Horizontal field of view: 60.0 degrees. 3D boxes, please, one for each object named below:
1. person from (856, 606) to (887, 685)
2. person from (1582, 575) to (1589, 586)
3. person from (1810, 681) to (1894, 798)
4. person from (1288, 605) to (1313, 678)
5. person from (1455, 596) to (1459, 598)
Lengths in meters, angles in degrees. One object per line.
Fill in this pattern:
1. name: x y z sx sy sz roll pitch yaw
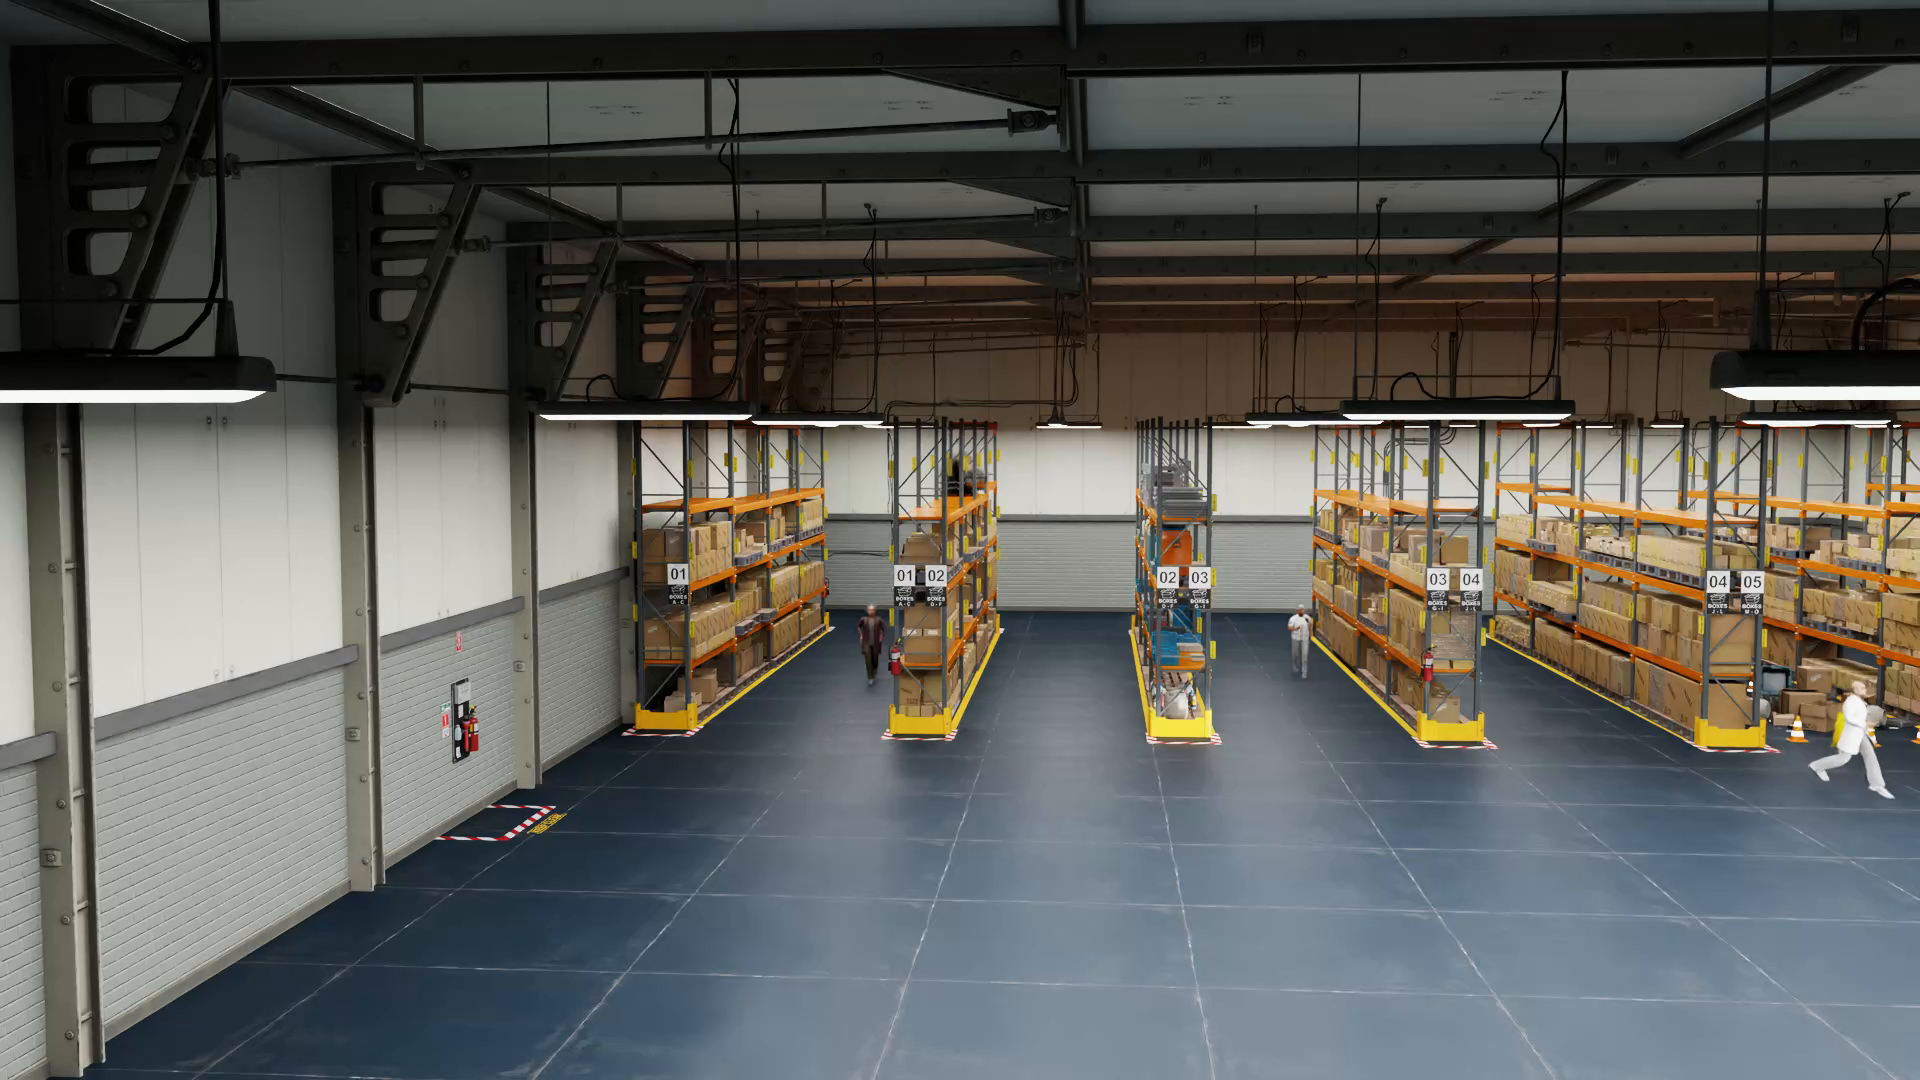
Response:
1. person: -2.026 2.380 37.960 0.711 1.769 0.900 0 4 -2
2. person: 17.865 1.825 47.428 0.610 1.633 0.595 1 4 14
3. person: 14.109 3.125 26.311 0.671 1.796 1.218 -3 5 -38
4. person: 7.959 2.341 38.847 0.602 1.653 0.936 1 4 8
5. person: 13.594 1.816 46.528 0.783 1.750 0.893 3 5 35
